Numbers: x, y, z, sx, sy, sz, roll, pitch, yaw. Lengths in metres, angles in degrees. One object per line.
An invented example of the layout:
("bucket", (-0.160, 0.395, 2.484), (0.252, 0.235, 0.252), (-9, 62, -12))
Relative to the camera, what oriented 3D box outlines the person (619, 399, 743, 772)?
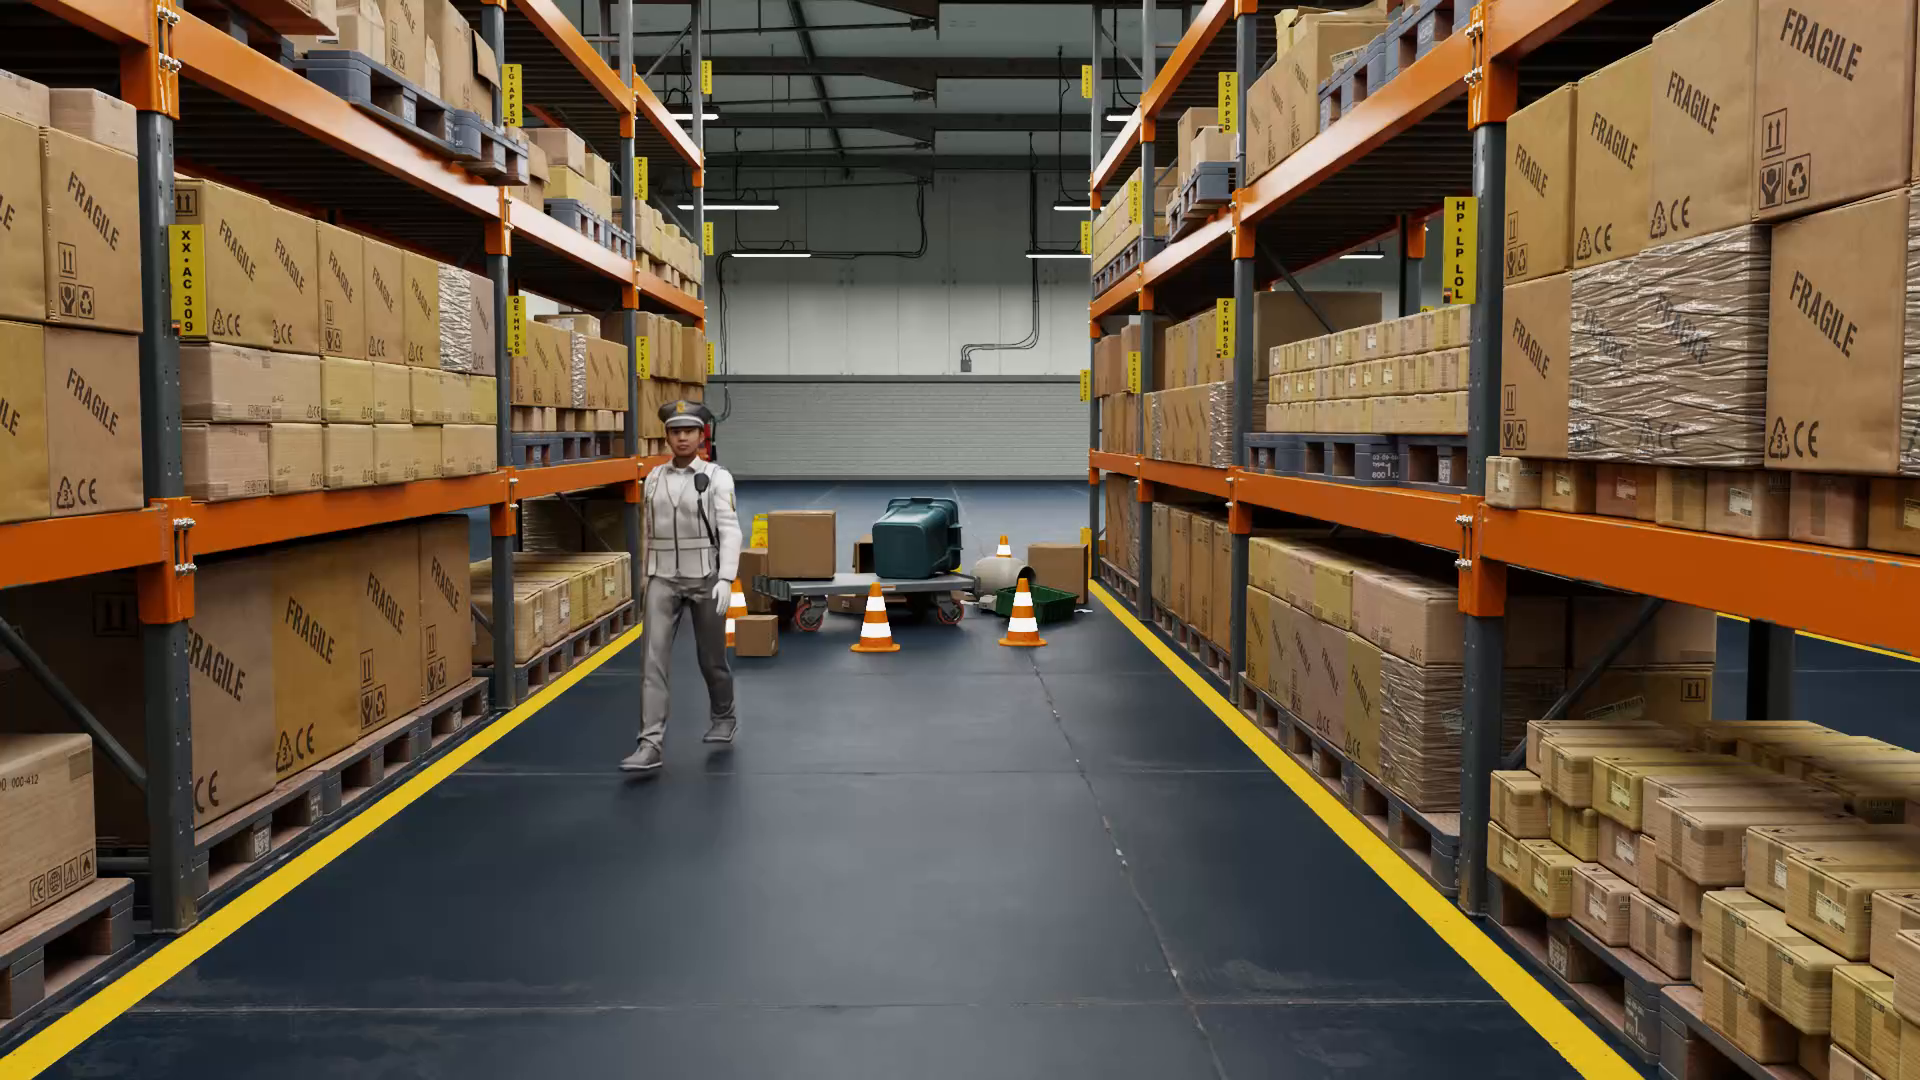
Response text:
("person", (-1.242, 0.183, 7.528), (0.511, 1.638, 0.960), (0, 4, 7))
